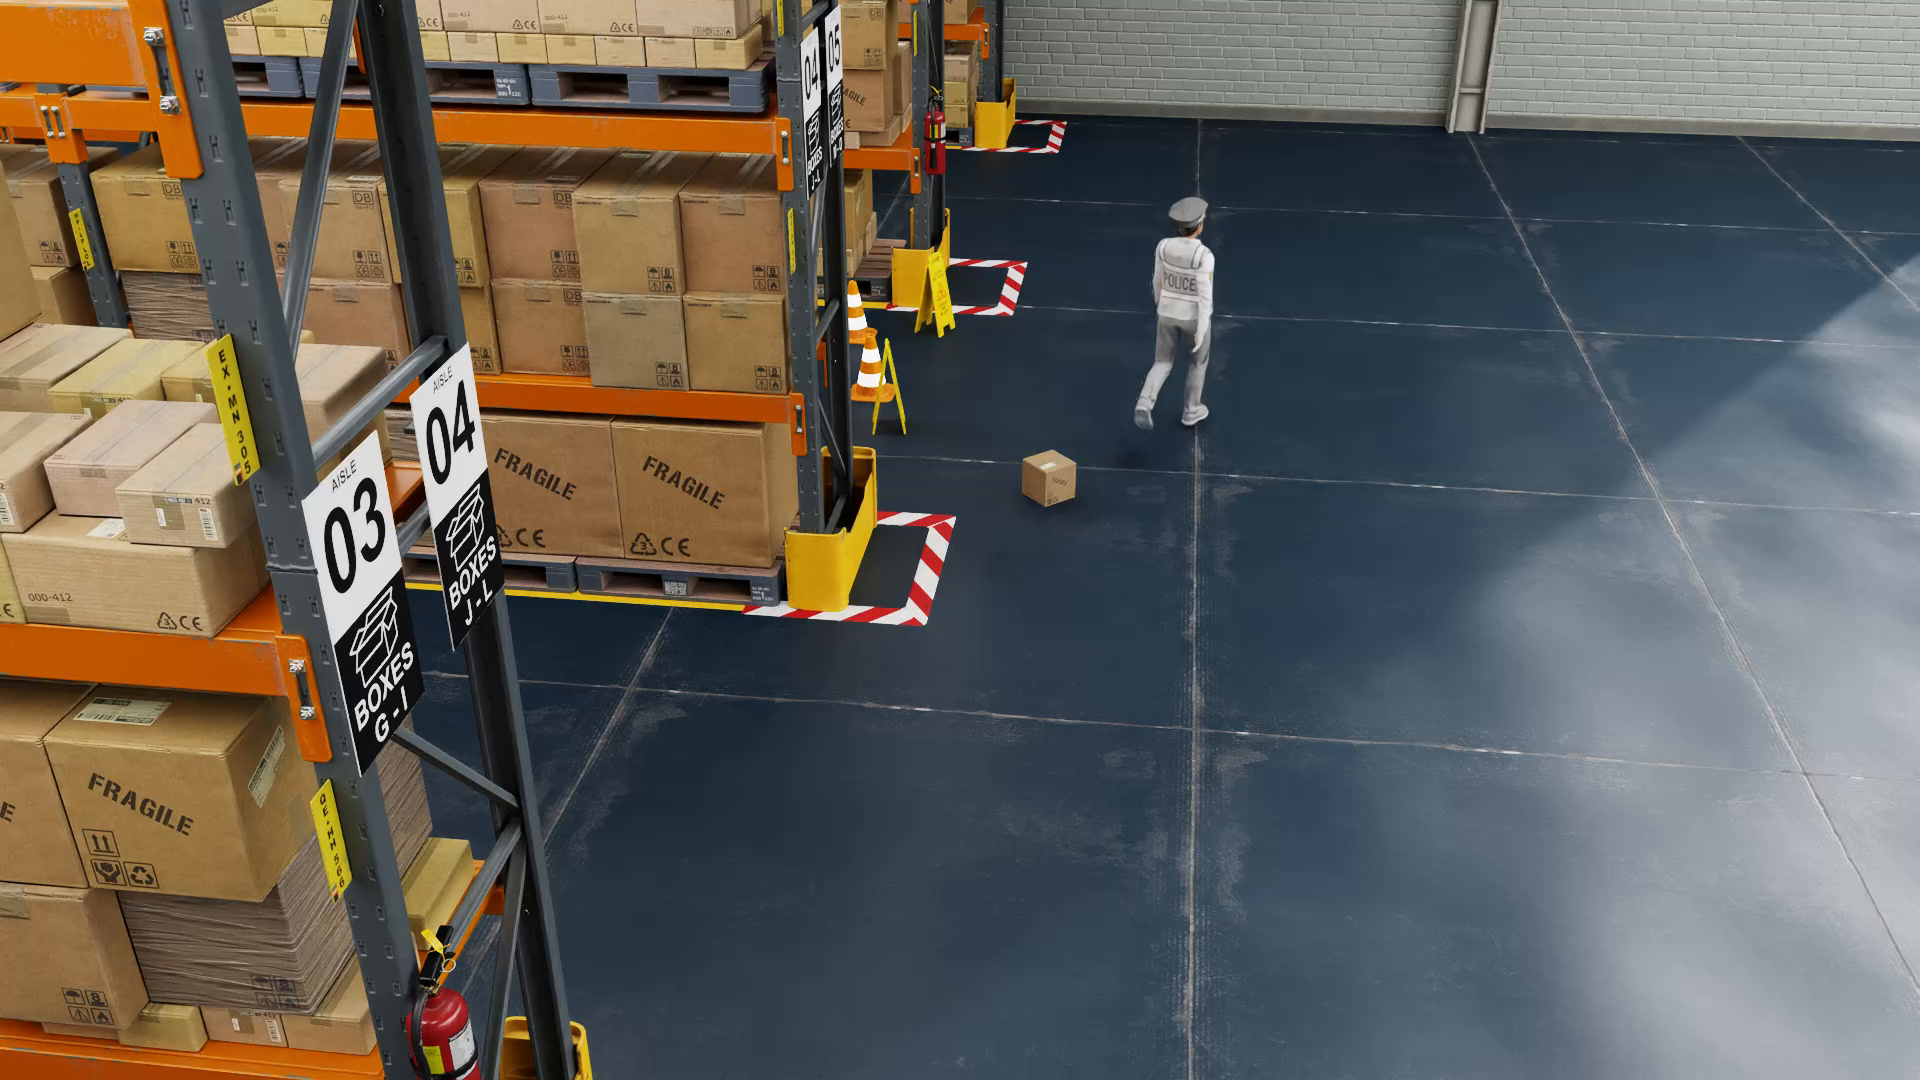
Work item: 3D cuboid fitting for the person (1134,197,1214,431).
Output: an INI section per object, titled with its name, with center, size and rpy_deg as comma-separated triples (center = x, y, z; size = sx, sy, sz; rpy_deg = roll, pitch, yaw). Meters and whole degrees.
[person]
center = 1.496, -1.512, 11.333
size = 0.486, 1.655, 0.770
rpy_deg = 16, 32, 27
